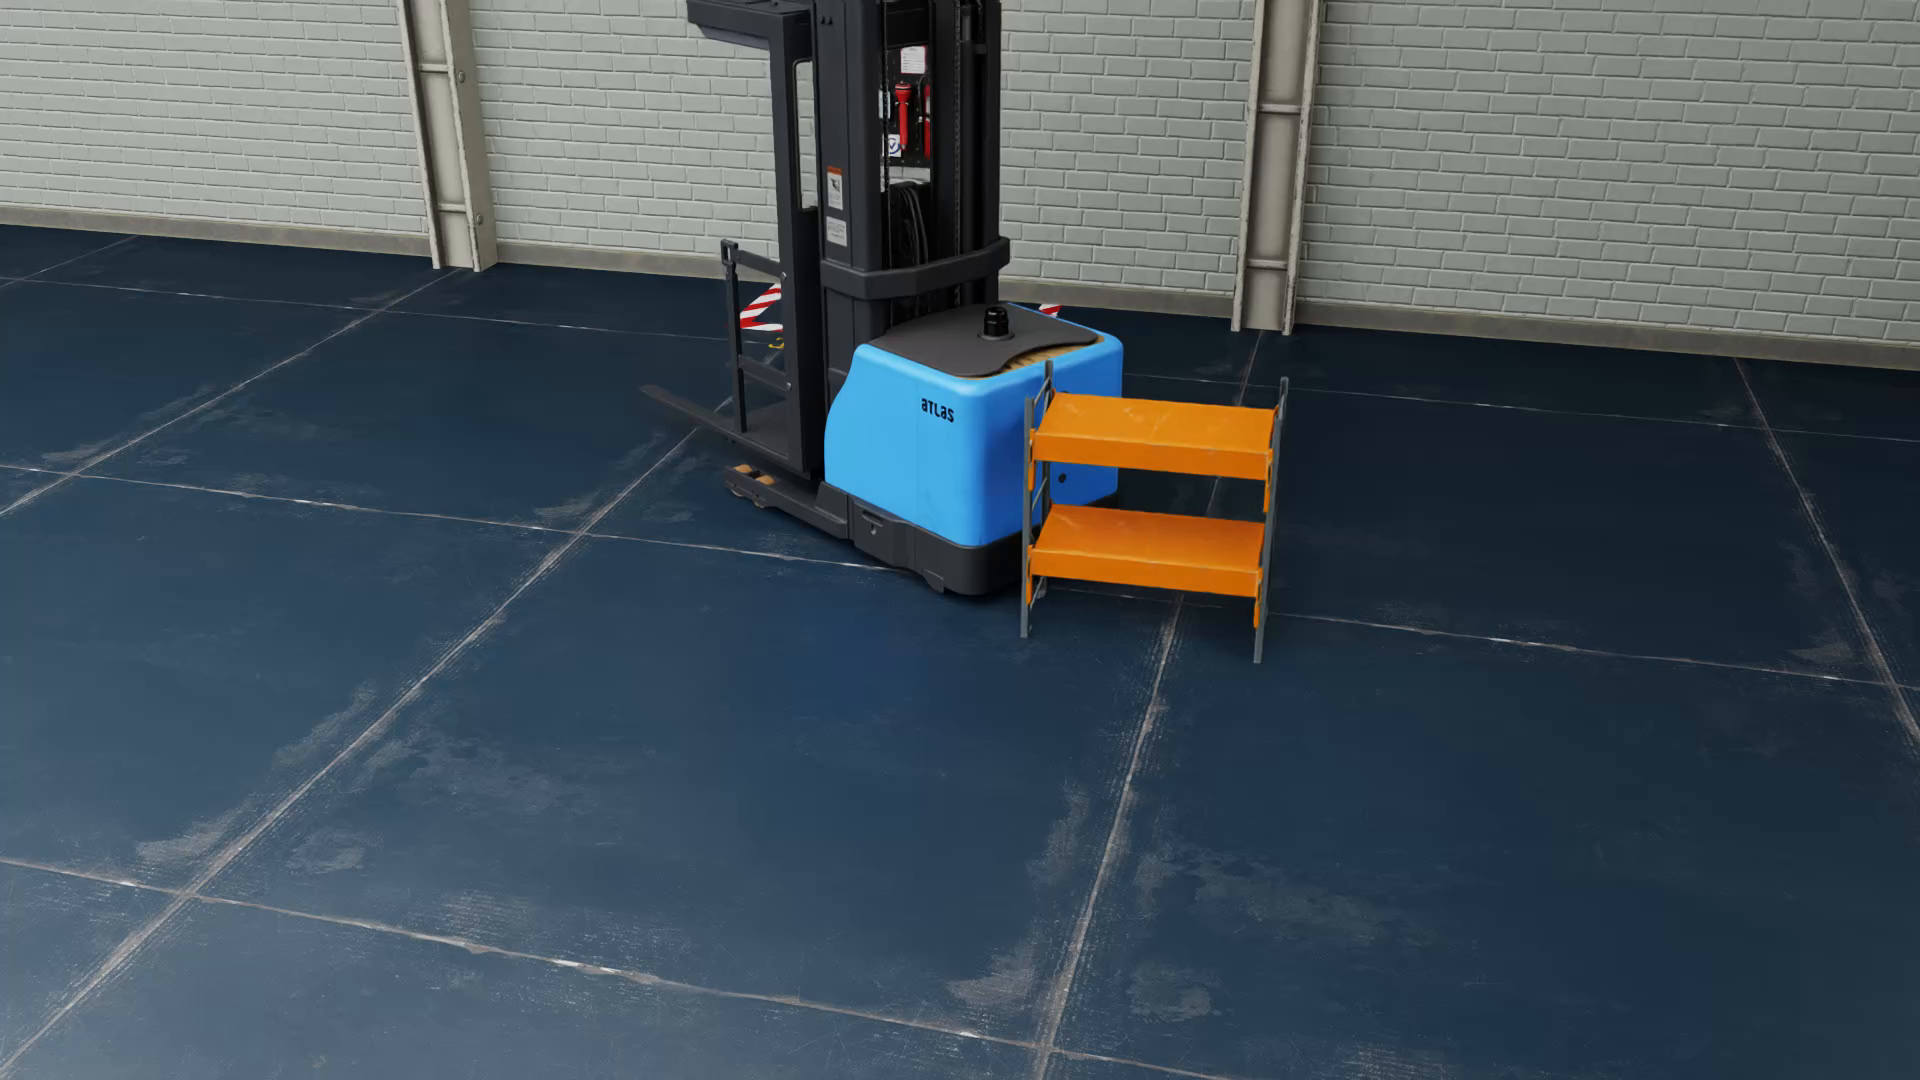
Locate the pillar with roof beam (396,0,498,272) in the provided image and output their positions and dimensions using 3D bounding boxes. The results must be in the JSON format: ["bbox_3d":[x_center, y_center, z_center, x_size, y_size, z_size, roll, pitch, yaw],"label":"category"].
[{"bbox_3d":[-4.825,-4.367,6.954,0.400,9.000,9.100,6,26,13],"label":"pillar with roof beam"}]

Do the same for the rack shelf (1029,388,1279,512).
[{"bbox_3d":[0.834,-0.393,7.087,1.000,0.278,0.538,6,26,12],"label":"rack shelf"}]

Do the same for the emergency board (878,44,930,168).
[{"bbox_3d":[-0.326,-3.089,11.248,0.643,1.169,0.194,6,26,13],"label":"emergency board"}]

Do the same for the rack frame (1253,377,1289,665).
[{"bbox_3d":[1.330,-0.080,7.110,0.032,1.125,0.500,6,26,12],"label":"rack frame"}]

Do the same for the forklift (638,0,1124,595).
[{"bbox_3d":[-0.588,-1.620,8.242,1.130,2.935,3.031,-22,33,-38],"label":"forklift"}]

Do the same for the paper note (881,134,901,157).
[{"bbox_3d":[-0.480,-2.739,11.538,0.142,0.148,0.016,6,26,13],"label":"paper note"}]

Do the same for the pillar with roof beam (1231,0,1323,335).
[{"bbox_3d":[0.986,-3.725,5.605,0.400,9.000,9.100,6,26,13],"label":"pillar with roof beam"}]

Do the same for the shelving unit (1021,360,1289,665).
[{"bbox_3d":[0.834,-0.129,7.213,1.048,1.125,0.538,6,26,12],"label":"shelving unit"}]

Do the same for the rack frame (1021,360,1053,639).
[{"bbox_3d":[0.339,-0.178,7.316,0.032,1.125,0.500,6,26,12],"label":"rack frame"}]

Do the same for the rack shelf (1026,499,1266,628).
[{"bbox_3d":[0.834,0.092,7.318,1.000,0.278,0.538,6,26,12],"label":"rack shelf"}]
